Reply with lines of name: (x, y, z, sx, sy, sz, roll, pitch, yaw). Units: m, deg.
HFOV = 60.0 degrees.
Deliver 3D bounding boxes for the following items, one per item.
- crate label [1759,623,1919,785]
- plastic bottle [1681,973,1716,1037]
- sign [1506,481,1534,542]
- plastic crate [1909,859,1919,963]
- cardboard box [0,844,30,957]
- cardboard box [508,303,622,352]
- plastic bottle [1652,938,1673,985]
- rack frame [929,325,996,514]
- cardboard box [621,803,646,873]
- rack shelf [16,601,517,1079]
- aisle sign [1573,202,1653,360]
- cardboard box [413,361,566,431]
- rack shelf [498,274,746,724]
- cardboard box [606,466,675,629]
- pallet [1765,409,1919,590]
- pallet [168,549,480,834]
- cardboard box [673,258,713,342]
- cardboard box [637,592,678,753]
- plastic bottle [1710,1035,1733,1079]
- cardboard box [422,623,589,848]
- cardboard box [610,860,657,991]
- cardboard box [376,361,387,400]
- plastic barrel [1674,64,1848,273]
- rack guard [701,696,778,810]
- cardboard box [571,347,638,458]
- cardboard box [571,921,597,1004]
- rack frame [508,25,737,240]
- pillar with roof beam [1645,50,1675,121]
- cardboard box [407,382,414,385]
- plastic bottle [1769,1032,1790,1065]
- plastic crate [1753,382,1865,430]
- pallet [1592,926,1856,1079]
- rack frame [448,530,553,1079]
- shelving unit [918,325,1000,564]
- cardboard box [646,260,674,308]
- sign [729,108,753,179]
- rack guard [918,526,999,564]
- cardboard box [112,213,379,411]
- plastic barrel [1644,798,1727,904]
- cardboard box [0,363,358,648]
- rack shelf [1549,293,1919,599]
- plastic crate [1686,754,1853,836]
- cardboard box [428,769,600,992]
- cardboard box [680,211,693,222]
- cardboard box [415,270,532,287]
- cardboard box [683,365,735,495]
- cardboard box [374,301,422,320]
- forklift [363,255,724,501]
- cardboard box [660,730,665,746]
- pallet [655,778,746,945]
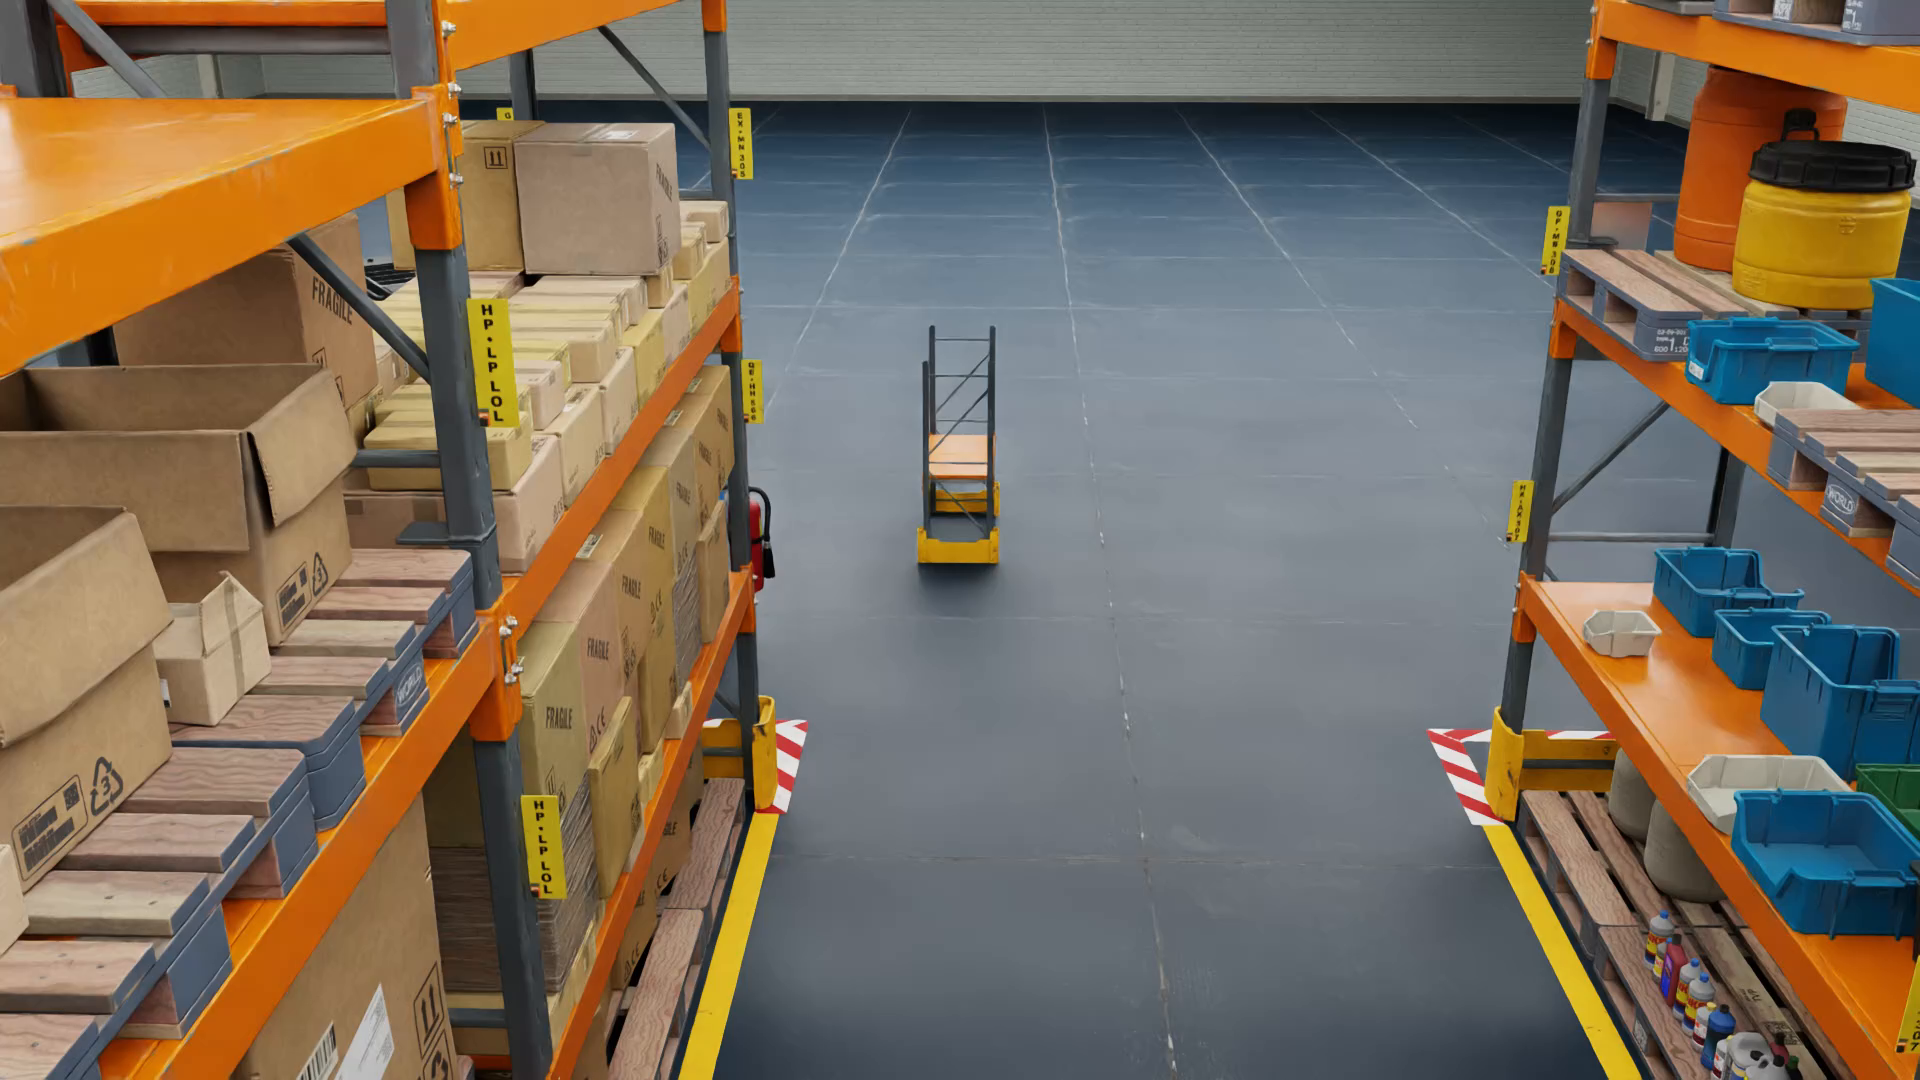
crate label: (3.584, 0.645, 6.672, 0.502, 0.435, 0.616, 1, 21, 2)
plastic bottle: (2.989, 1.872, 6.721, 0.097, 0.271, 0.097, 0, 21, 0)
sign: (2.819, -0.144, 8.370, 0.100, 0.325, 0.005, 1, 21, 2)
plastic crate: (3.391, 1.280, 5.169, 0.767, 0.338, 0.504, 1, 21, 2)
cardboard box: (-1.660, 0.578, 2.487, 0.380, 0.166, 0.250, 0, 21, 0)
cardboard box: (-1.383, -0.716, 5.737, 0.380, 0.149, 0.250, 0, 21, 1)
plastic bottle: (2.999, 1.782, 7.050, 0.097, 0.201, 0.097, 0, 21, 0)
rack frame: (0.018, -0.914, 12.811, 0.500, 1.500, 0.032, 1, 21, 2)
cardboard box: (-1.349, 1.066, 5.982, 0.380, 0.149, 0.250, 1, 21, 2)
rack shelf: (-1.764, 1.045, 2.538, 1.077, 0.370, 4.000, 1, 21, 2)
aisle sign: (3.079, -1.248, 8.006, 0.394, 0.787, 0.004, 1, 21, 2)
cardboard box: (-1.416, -0.439, 5.023, 0.380, 0.149, 0.250, 1, 21, 2)
rack shelf: (-1.642, -0.402, 6.265, 1.077, 0.370, 4.000, 1, 21, 2)
cardboard box: (-1.402, 0.031, 6.371, 0.500, 0.500, 0.500, 1, 21, 2)
pallet: (3.172, -0.133, 4.840, 1.213, 0.211, 1.003, 1, 21, 2)
pallet: (-1.828, 0.296, 3.733, 1.213, 0.211, 1.003, 1, 21, 2)
cardboard box: (-1.354, -1.032, 7.104, 0.500, 0.250, 0.500, 1, 21, 2)
cardboard box: (-1.606, 0.495, 6.558, 0.875, 0.500, 0.500, 1, 21, 2)
plastic bottle: (2.980, 2.015, 6.450, 0.097, 0.201, 0.097, 0, 21, 0)
cardboard box: (-1.435, 0.573, 4.973, 0.500, 0.500, 0.500, 1, 21, 2)
cardboard box: (-1.639, 1.576, 7.195, 0.500, 0.500, 0.500, 3, 21, 7)
cardboard box: (-1.961, -0.438, 5.020, 0.380, 0.149, 0.250, 0, 21, -1)
plastic barrel: (3.481, -1.624, 7.248, 0.600, 0.830, 0.708, 1, 21, 2)
rack guard: (-1.584, 1.131, 8.923, 1.175, 0.500, 0.348, 1, 21, 2)
cardboard box: (-1.397, -0.475, 5.666, 0.500, 0.250, 0.500, 0, 21, -1)
cardboard box: (-1.375, 1.337, 5.284, 0.380, 0.149, 0.250, 1, 21, 2)
rack frame: (-1.581, -2.859, 7.456, 1.000, 3.000, 0.127, 1, 21, 2)
pillar with roof beam: (10.724, -13.327, 34.435, 9.100, 9.000, 0.400, 1, 21, 2)
cardboard box: (-1.914, -0.485, 5.692, 0.500, 0.250, 0.500, 0, 21, 1)
plastic bottle: (3.110, 2.020, 6.322, 0.061, 0.283, 0.133, 1, 21, 2)
plastic crate: (2.892, -0.421, 5.686, 0.243, 0.136, 0.396, 1, 21, 2)
pallet: (3.344, 2.054, 6.942, 1.003, 0.211, 1.213, 1, 21, 2)
rack frame: (-1.703, 1.385, 4.814, 1.000, 3.000, 0.127, 1, 21, 2)
shelving unit: (0.002, -0.727, 12.329, 0.587, 1.500, 1.083, 1, 21, 2)
cardboard box: (-1.325, -1.002, 6.474, 0.380, 0.149, 0.250, 0, 21, -1)
sign: (-1.027, -1.860, 7.804, 0.100, 0.325, 0.005, 1, 21, 2)
rack guard: (-0.013, 0.036, 12.091, 0.587, 0.250, 0.087, 1, 21, 2)
cardboard box: (-1.944, -0.598, 4.535, 0.500, 0.500, 0.500, 0, 21, 0)
plastic barrel: (3.410, 1.377, 7.692, 0.421, 0.512, 0.421, 0, 21, 0)
cardboard box: (-1.816, -0.089, 3.741, 0.797, 0.503, 0.637, 0, 21, -1)
rack shelf: (3.308, -0.347, 6.125, 1.077, 0.370, 4.000, 1, 21, 2)
plastic crate: (3.044, 0.972, 6.241, 0.530, 0.136, 0.437, 1, 21, 2)
cardboard box: (-1.628, 1.037, 5.159, 0.875, 0.500, 0.500, 1, 21, 2)
cardboard box: (-1.403, -1.379, 7.447, 0.380, 0.149, 0.250, 0, 21, 0)
cardboard box: (-1.895, -1.009, 6.492, 0.380, 0.149, 0.250, 0, 21, -1)
cardboard box: (-1.351, -0.512, 7.769, 0.500, 0.500, 0.500, 1, 21, 2)
cardboard box: (-1.947, -0.727, 5.766, 0.380, 0.149, 0.250, 2, 21, 4)
forklift: (-3.017, -0.636, 10.115, 3.031, 2.935, 1.130, -14, 25, -31)
cardboard box: (-1.401, 0.794, 6.683, 0.380, 0.149, 0.250, 1, 21, 2)
pallet: (-1.644, 1.559, 8.219, 1.003, 0.211, 1.213, 1, 21, 2)
